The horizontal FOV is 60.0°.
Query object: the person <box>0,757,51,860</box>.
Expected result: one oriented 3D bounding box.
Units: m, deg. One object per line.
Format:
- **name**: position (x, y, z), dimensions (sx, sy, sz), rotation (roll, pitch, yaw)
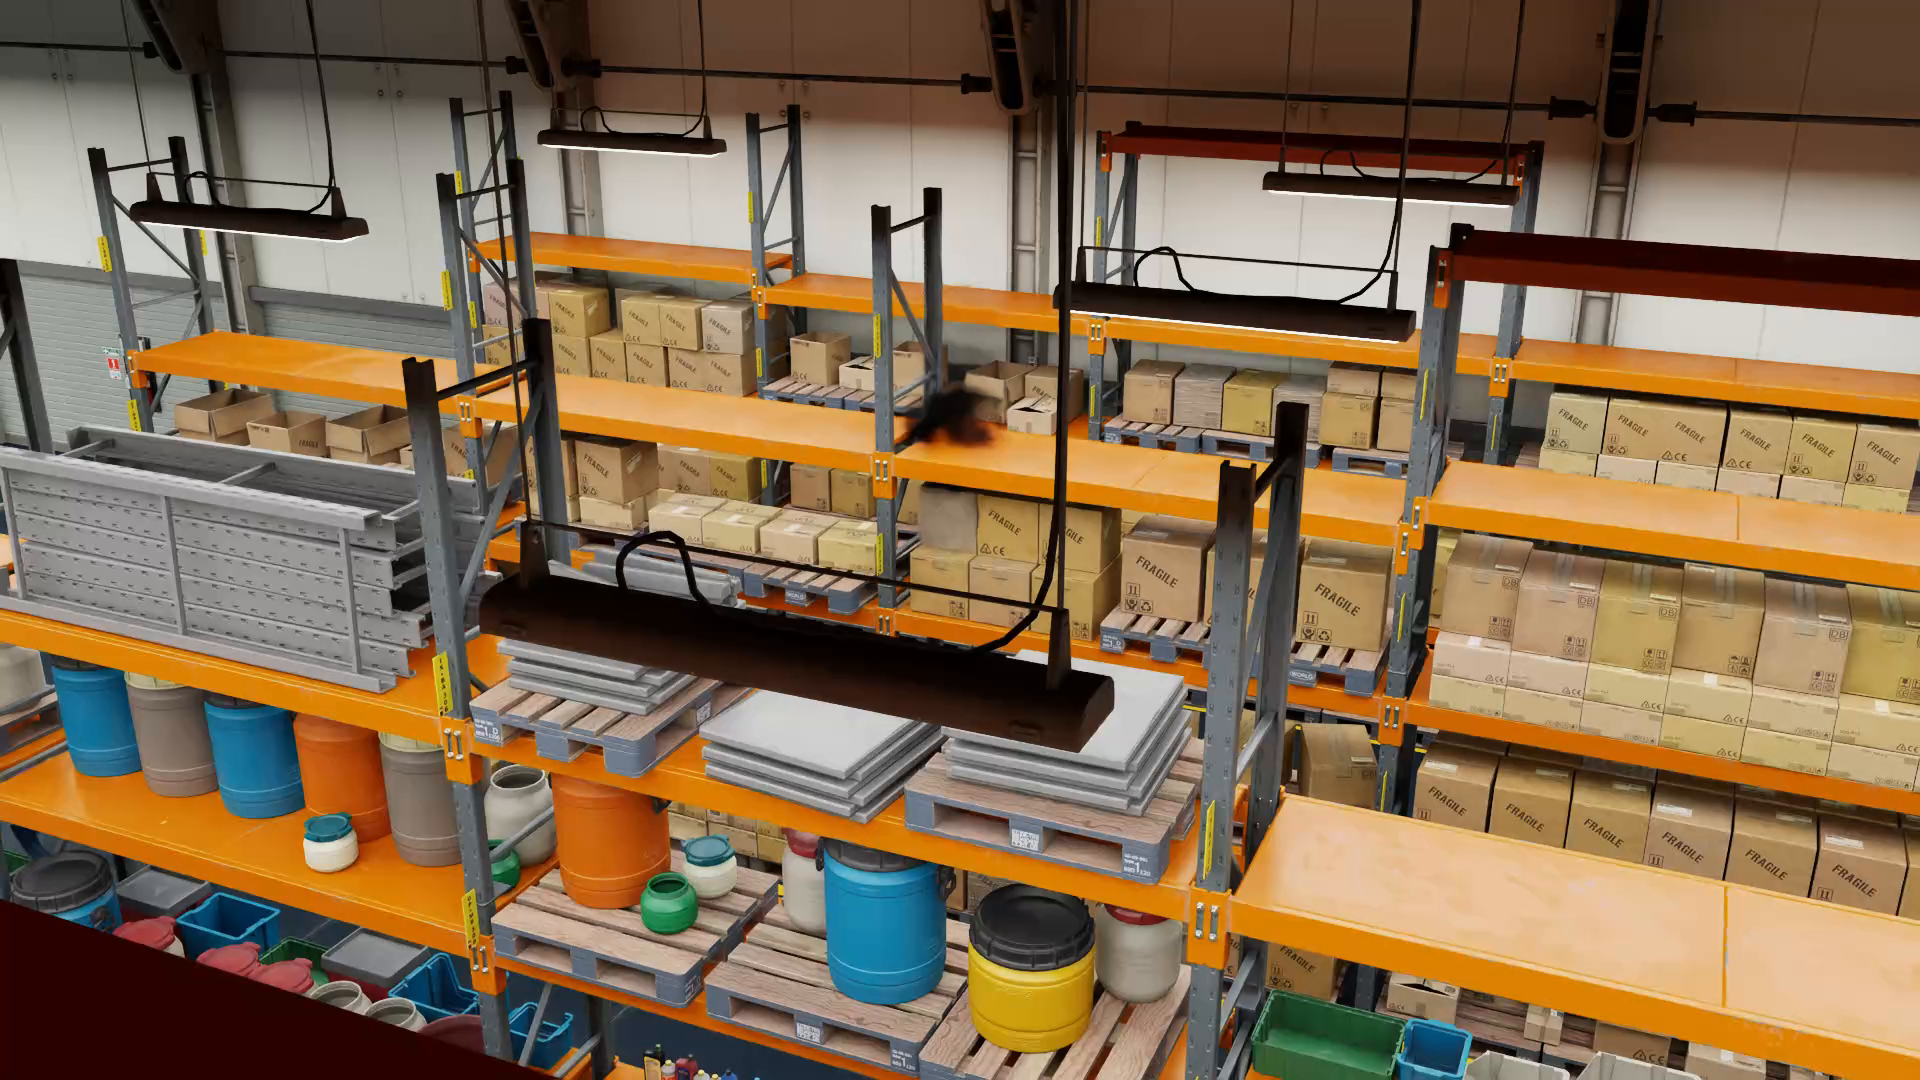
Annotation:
- **person**: position (-7.967, 2.331, 14.210), dimensions (0.713, 1.642, 0.506), rotation (7, 22, 18)
